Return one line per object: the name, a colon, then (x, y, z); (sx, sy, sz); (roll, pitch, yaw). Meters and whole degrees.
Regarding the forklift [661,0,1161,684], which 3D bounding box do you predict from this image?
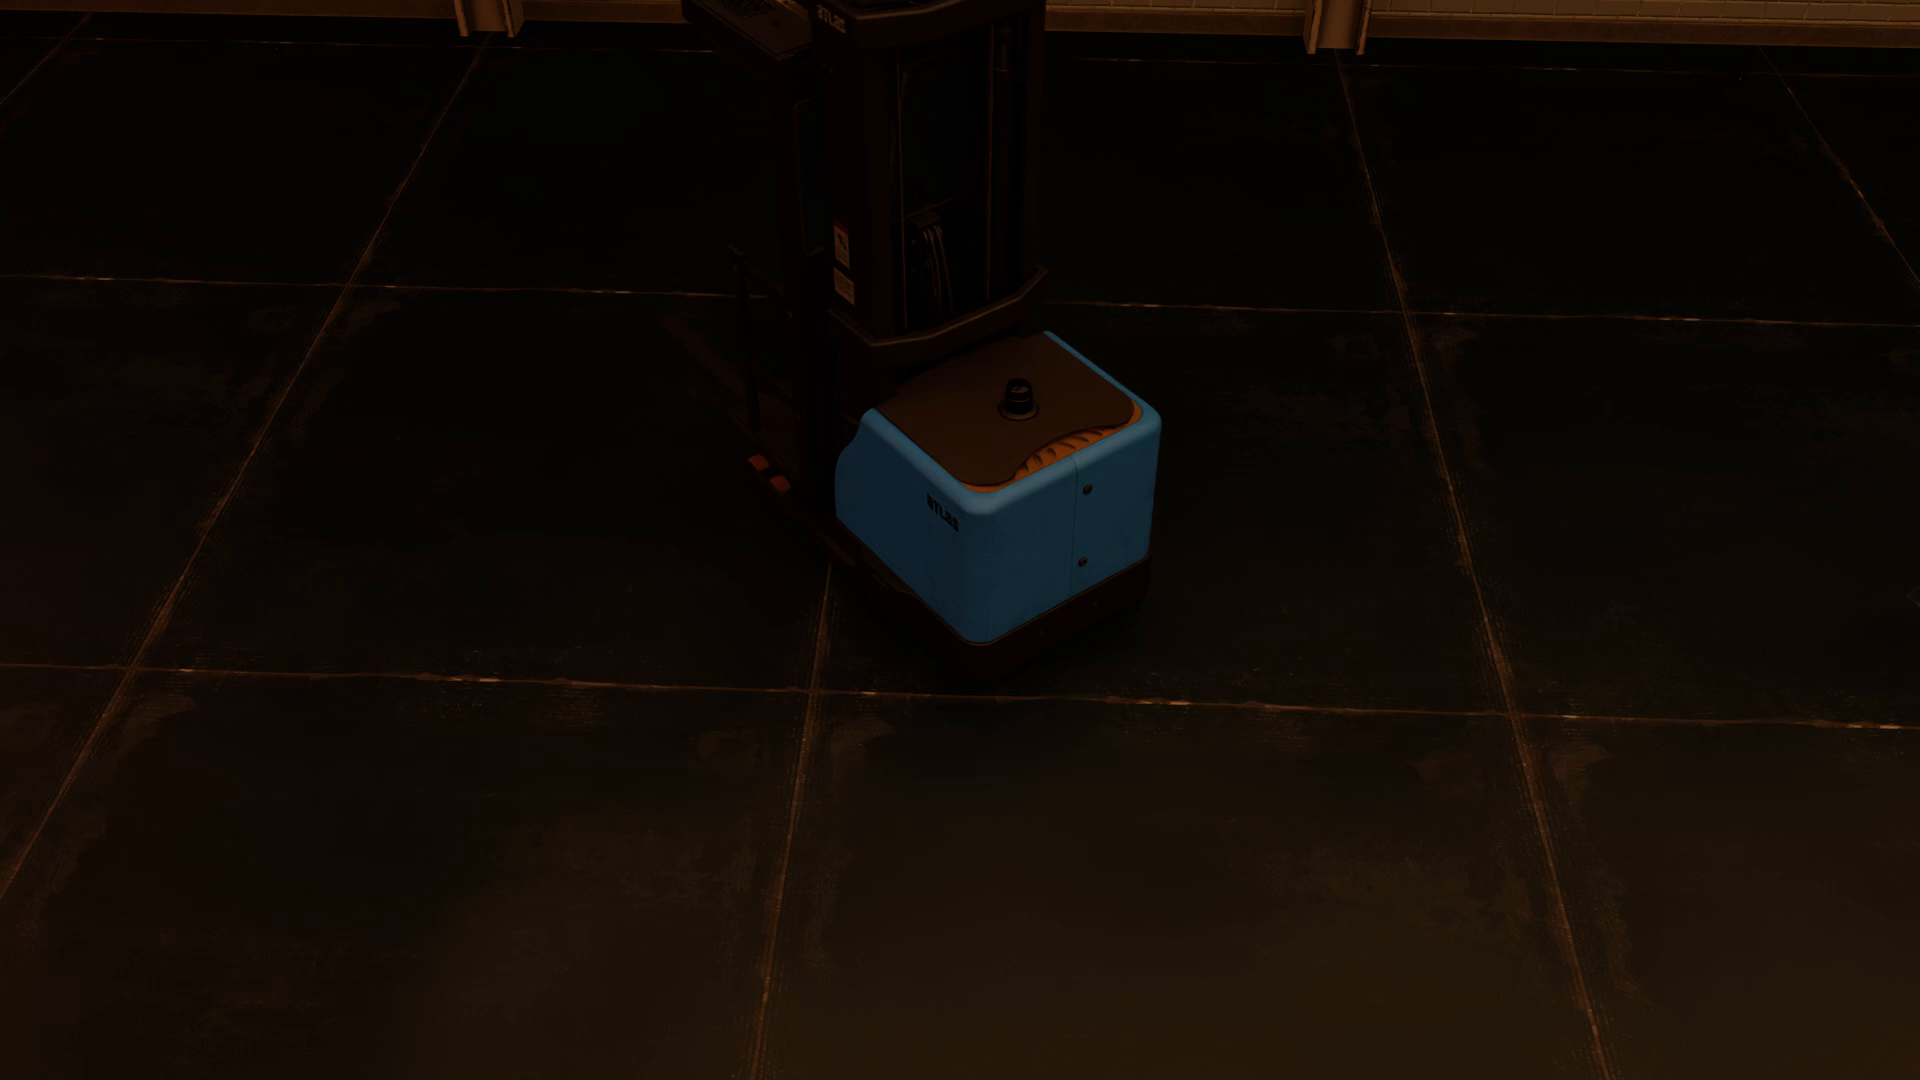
forklift: (-0.427, -1.411, 7.288); (1.130, 2.935, 3.031); (-27, 49, -26)
